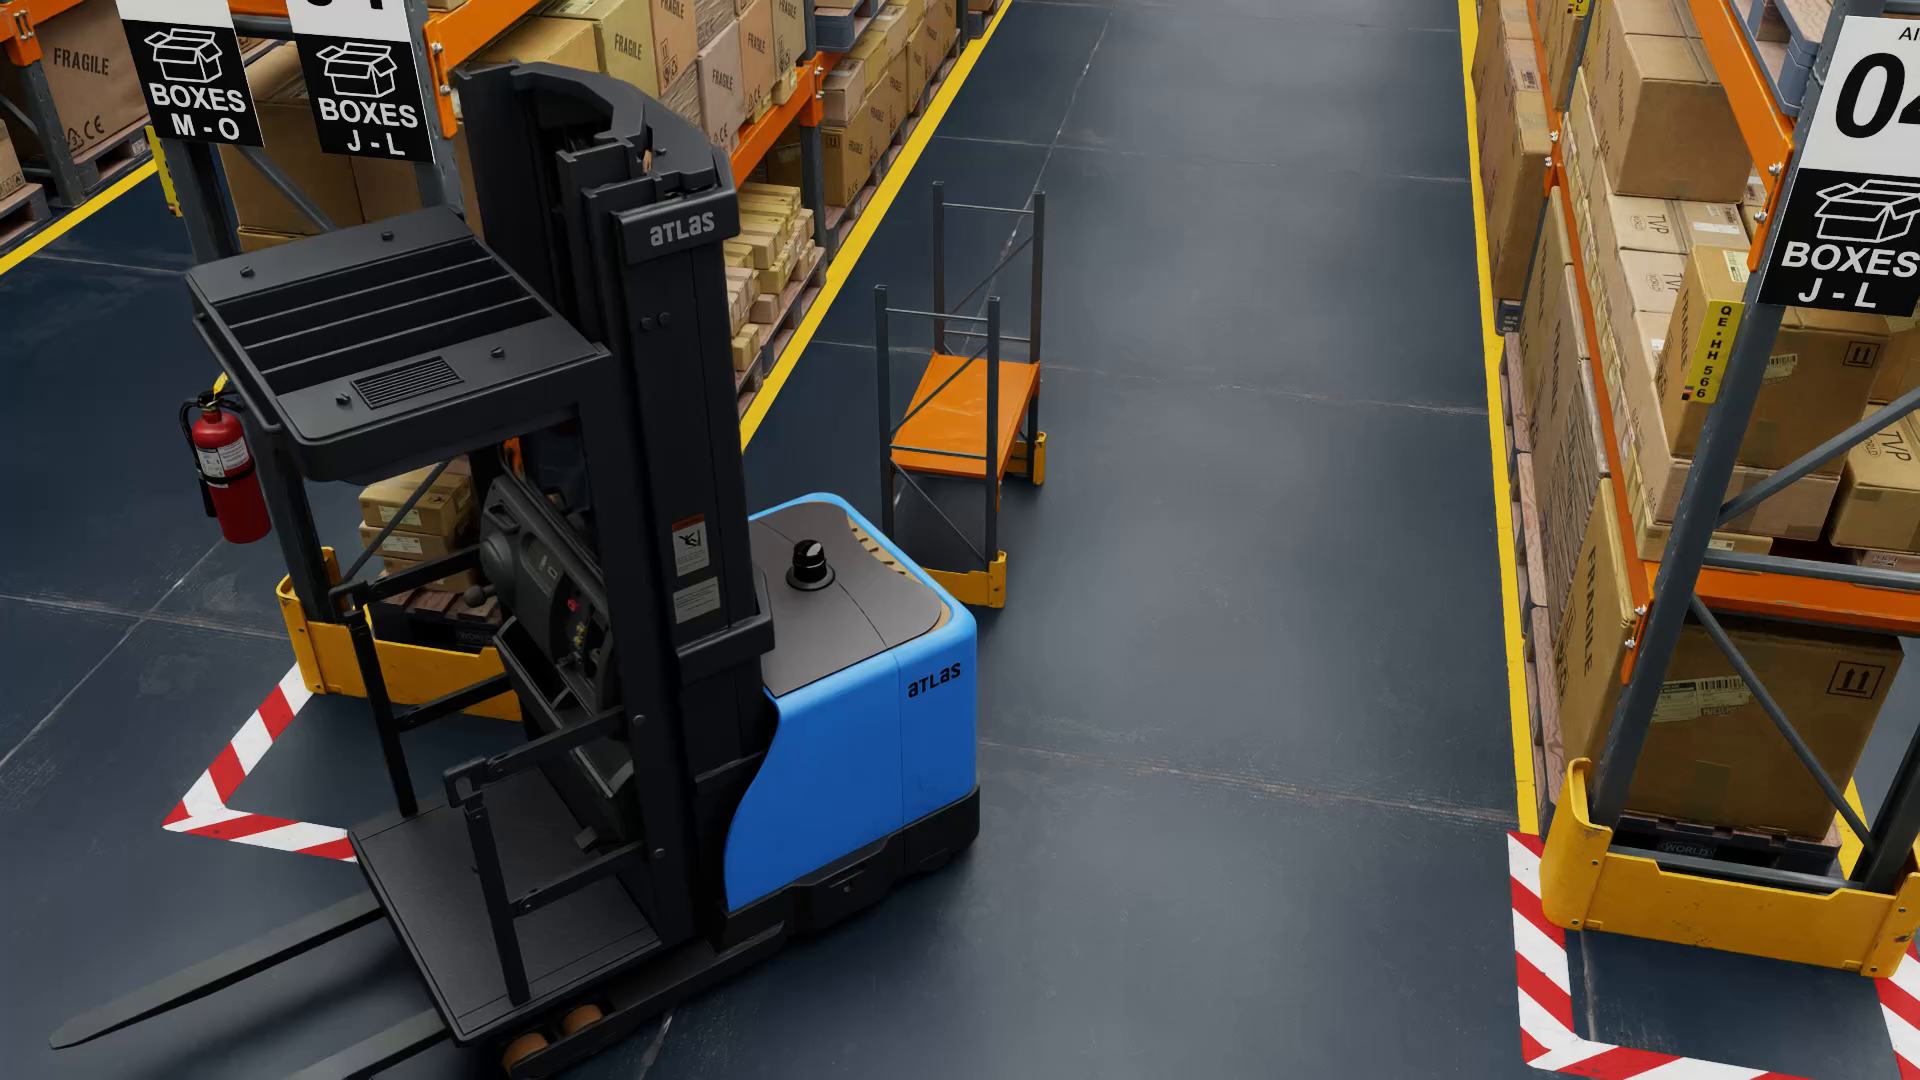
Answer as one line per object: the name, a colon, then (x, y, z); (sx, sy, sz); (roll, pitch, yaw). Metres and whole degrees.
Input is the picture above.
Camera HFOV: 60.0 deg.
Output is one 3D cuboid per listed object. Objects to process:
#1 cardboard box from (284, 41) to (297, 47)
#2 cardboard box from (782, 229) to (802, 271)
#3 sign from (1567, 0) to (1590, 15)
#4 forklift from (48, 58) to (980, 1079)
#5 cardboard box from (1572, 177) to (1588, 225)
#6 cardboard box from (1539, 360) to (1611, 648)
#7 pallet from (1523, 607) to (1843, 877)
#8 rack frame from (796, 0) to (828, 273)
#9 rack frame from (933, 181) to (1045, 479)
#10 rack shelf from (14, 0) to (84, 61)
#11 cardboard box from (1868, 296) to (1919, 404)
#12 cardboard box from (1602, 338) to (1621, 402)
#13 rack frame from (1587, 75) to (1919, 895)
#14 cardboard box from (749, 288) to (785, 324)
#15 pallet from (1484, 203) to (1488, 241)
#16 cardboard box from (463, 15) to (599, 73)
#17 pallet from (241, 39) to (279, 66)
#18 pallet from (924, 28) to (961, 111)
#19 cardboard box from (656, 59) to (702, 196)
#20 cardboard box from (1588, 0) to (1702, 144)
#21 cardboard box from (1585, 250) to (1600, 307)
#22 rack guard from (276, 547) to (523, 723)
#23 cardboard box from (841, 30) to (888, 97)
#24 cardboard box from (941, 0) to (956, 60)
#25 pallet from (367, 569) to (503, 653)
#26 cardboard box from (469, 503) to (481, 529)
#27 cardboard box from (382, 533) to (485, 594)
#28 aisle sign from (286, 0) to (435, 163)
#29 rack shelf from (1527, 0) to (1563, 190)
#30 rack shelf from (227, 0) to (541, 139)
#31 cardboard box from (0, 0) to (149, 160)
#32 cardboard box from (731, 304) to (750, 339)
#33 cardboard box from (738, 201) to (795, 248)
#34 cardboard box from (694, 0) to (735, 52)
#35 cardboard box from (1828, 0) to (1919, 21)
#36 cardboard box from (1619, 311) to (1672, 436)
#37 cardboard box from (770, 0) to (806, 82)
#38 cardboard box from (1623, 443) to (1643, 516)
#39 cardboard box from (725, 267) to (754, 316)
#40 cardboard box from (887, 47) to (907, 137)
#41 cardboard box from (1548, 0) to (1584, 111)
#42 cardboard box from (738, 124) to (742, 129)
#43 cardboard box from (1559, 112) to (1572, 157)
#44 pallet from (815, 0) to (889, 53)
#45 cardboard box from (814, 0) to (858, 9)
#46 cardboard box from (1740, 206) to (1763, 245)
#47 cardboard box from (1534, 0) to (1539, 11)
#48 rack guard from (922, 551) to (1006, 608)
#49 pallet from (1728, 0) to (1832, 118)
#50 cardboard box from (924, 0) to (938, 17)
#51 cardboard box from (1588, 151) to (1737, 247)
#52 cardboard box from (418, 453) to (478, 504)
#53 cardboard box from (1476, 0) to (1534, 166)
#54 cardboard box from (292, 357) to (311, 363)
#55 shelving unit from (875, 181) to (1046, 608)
cardboard box: (-2.184, -1.723, 6.381); (0.500, 0.500, 0.500); (6, 36, 8)
cardboard box: (-1.095, -1.626, 9.255); (0.380, 0.149, 0.250); (6, 36, 8)
sign: (2.999, -2.686, 7.981); (0.100, 0.325, 0.005); (7, 37, 10)
forklift: (-1.430, 0.207, 4.967); (3.031, 2.935, 1.130); (-22, 41, -27)
cardboard box: (2.976, -1.505, 7.484); (0.380, 0.149, 0.250); (6, 36, 9)
cardboard box: (2.929, -0.102, 6.788); (0.875, 0.875, 0.875); (7, 37, 10)
pallet: (2.771, 0.767, 6.512); (1.003, 0.211, 1.213); (7, 37, 10)
rack frame: (-1.293, -2.867, 9.149); (1.000, 3.000, 0.127); (7, 37, 10)
rack frame: (0.127, -0.948, 7.779); (0.500, 1.500, 0.032); (7, 37, 10)
rack shelf: (-5.723, -4.285, 11.719); (1.077, 0.370, 4.000); (7, 37, 10)
cardboard box: (3.150, -0.785, 5.513); (0.500, 0.500, 0.500); (6, 36, 9)
cardboard box: (2.648, -0.623, 6.268); (0.380, 0.149, 0.250); (7, 36, 9)
rack frame: (2.677, 0.106, 5.047); (1.000, 3.000, 0.127); (7, 37, 10)
cardboard box: (-1.175, -1.317, 9.082); (0.380, 0.149, 0.250); (6, 36, 8)
pallet: (3.881, -2.211, 10.621); (1.003, 0.211, 1.213); (7, 37, 10)
cardboard box: (-1.691, -1.653, 6.285); (0.500, 0.500, 0.500); (8, 37, 11)
pallet: (-5.801, -3.454, 12.335); (1.003, 0.211, 1.213); (7, 37, 10)
pallet: (-0.607, -3.583, 12.514); (1.003, 0.211, 1.213); (7, 37, 10)
cardboard box: (-1.472, -1.839, 7.393); (0.500, 0.500, 0.500); (6, 36, 9)
cardboard box: (3.066, -2.026, 7.225); (0.500, 0.500, 0.500); (7, 37, 10)
cardboard box: (2.811, -1.064, 6.875); (0.380, 0.149, 0.250); (6, 36, 9)
rack guard: (-2.131, 0.395, 6.779); (1.175, 0.500, 0.348); (7, 37, 10)
cardboard box: (-0.766, -3.024, 10.500); (0.500, 0.250, 0.500); (8, 37, 11)
cardboard box: (-0.324, -3.908, 12.358); (0.500, 0.500, 0.500); (7, 37, 10)
pallet: (-1.923, 0.051, 7.500); (1.003, 0.211, 1.213); (7, 37, 10)
cardboard box: (-2.205, -0.191, 7.276); (0.380, 0.149, 0.250); (6, 36, 9)
cardboard box: (-2.239, 0.083, 7.151); (0.380, 0.149, 0.250); (8, 37, 11)
aisle sign: (-1.870, -1.547, 5.113); (0.394, 0.787, 0.004); (7, 37, 10)
rack shelf: (3.958, -3.042, 10.005); (1.077, 0.370, 4.000); (7, 37, 10)
rack shelf: (-1.720, -2.643, 6.898); (1.077, 0.370, 4.000); (7, 37, 10)
cardboard box: (-6.096, -3.104, 10.930); (0.875, 0.875, 0.875); (8, 37, 11)
cardboard box: (-1.320, -1.190, 8.654); (0.380, 0.149, 0.250); (8, 37, 11)
cardboard box: (-1.131, -1.735, 9.153); (0.380, 0.149, 0.250); (8, 37, 11)
cardboard box: (-1.358, -2.540, 7.508); (0.500, 0.500, 0.500); (8, 37, 11)
cardboard box: (2.735, -1.664, 4.406); (0.700, 0.500, 0.500); (5, 36, 7)
cardboard box: (2.630, -0.555, 5.835); (0.500, 0.250, 0.500); (7, 36, 9)
cardboard box: (-1.120, -2.715, 8.601); (0.500, 0.500, 0.500); (7, 37, 10)
cardboard box: (2.485, -0.187, 5.666); (0.380, 0.149, 0.250); (8, 37, 10)
cardboard box: (-1.276, -1.286, 8.533); (0.380, 0.149, 0.250); (6, 36, 8)
cardboard box: (-0.666, -3.021, 11.134); (0.500, 0.500, 0.500); (8, 37, 11)
cardboard box: (3.364, -2.530, 8.599); (0.500, 0.500, 0.500); (7, 37, 10)
cardboard box: (-1.311, -2.126, 8.341); (0.380, 0.149, 0.250); (6, 36, 9)
cardboard box: (3.143, -1.957, 8.109); (0.380, 0.149, 0.250); (7, 37, 10)
pallet: (-0.988, -3.209, 9.785); (1.003, 0.211, 1.213); (7, 37, 10)
cardboard box: (-0.760, -3.103, 9.332); (0.380, 0.149, 0.250); (6, 36, 8)
cardboard box: (3.365, -1.081, 6.560); (0.500, 0.250, 0.500); (7, 36, 9)
cardboard box: (3.693, -3.400, 9.800); (0.500, 0.500, 0.500); (7, 37, 10)
rack guard: (-0.090, 0.141, 7.343); (0.587, 0.250, 0.087); (7, 37, 10)
pallet: (2.825, -1.499, 4.782); (1.003, 0.211, 1.213); (7, 37, 10)
cardboard box: (-0.426, -3.906, 11.716); (0.500, 0.250, 0.500); (8, 37, 11)
cardboard box: (2.958, -1.428, 7.039); (0.500, 0.250, 0.500); (8, 37, 11)
cardboard box: (-2.172, -0.302, 7.175); (0.380, 0.149, 0.250); (8, 37, 11)
cardboard box: (4.020, -2.887, 10.630); (1.225, 0.875, 0.875); (7, 37, 10)
cardboard box: (-2.354, -0.694, 6.366); (0.380, 0.149, 0.250); (7, 37, 10)
shelving unit: (0.016, -0.651, 7.370); (0.587, 1.500, 1.083); (7, 37, 10)
